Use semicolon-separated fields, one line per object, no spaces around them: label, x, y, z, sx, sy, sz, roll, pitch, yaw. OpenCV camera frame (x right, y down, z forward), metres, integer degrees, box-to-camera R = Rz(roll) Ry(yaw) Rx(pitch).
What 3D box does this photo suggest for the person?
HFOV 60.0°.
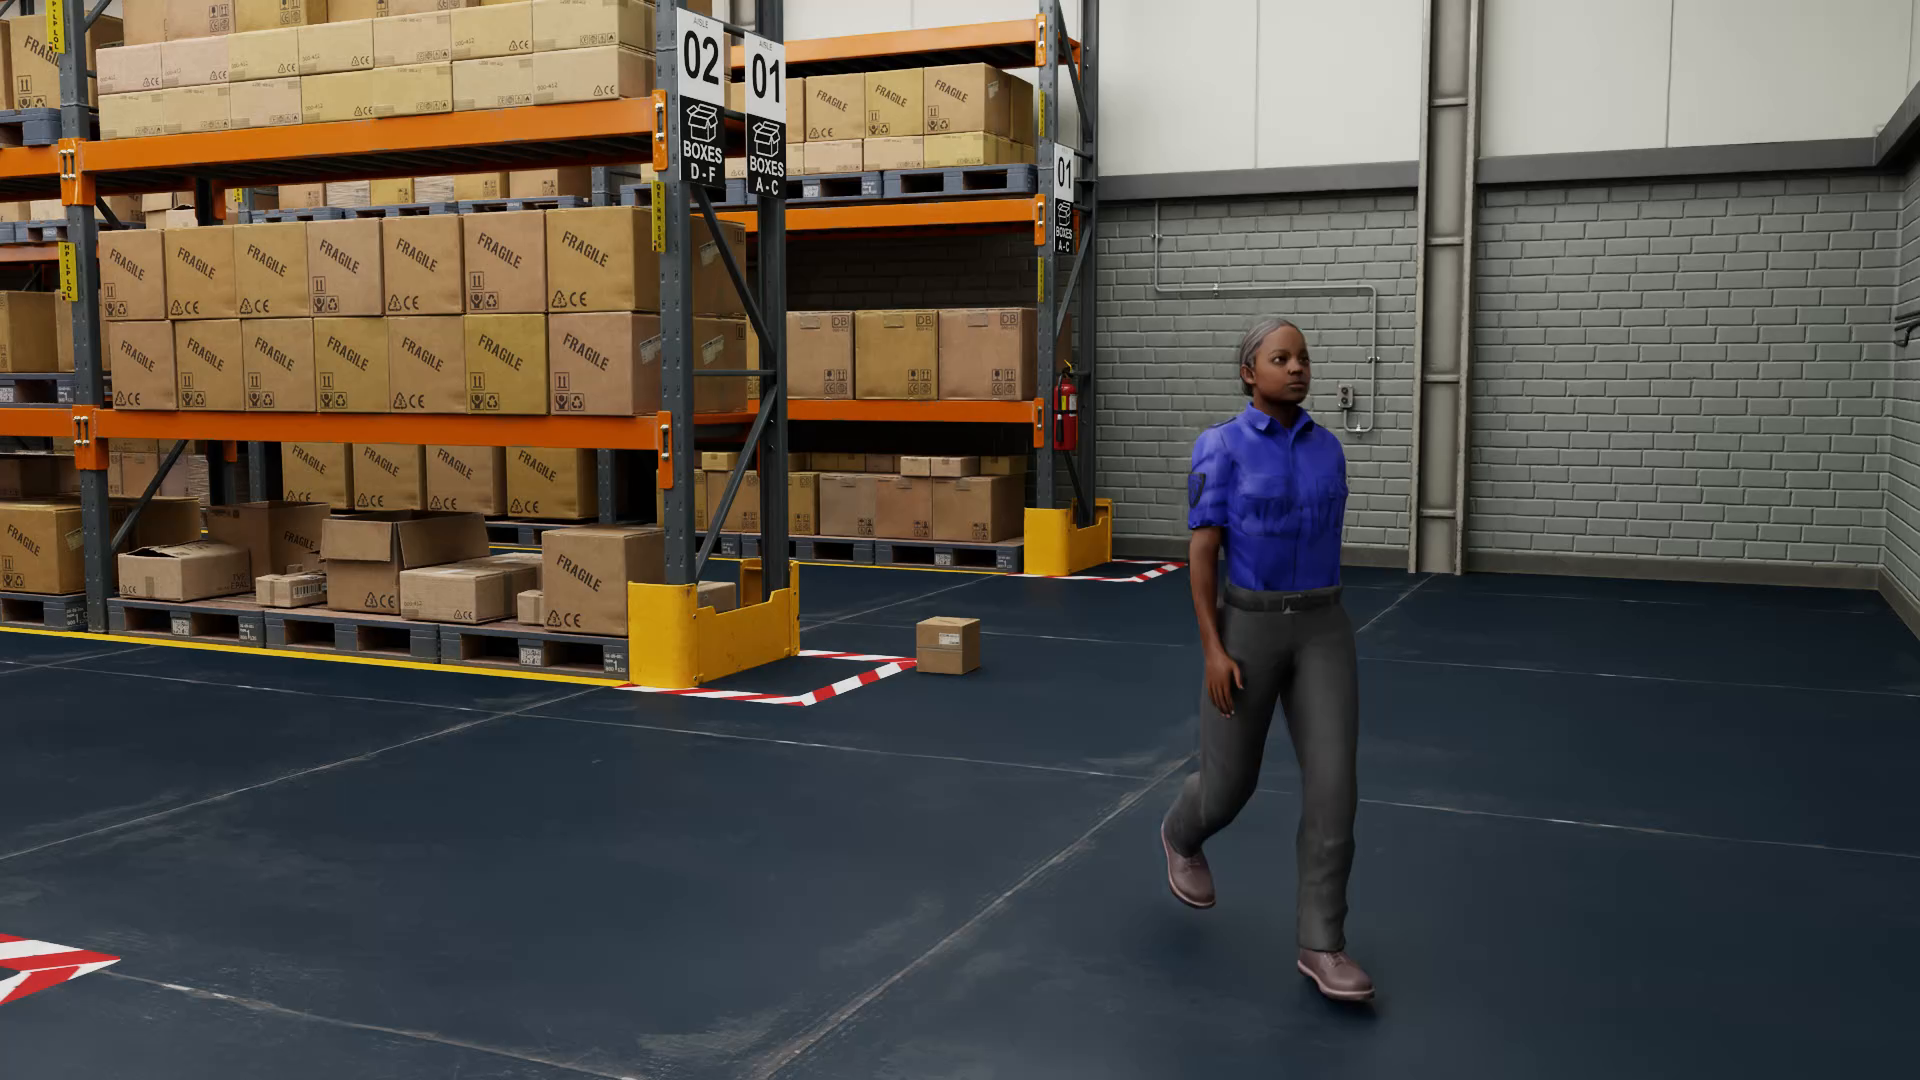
person;0.766;0.260;4.202;0.442;1.605;0.841;-1;6;-14
